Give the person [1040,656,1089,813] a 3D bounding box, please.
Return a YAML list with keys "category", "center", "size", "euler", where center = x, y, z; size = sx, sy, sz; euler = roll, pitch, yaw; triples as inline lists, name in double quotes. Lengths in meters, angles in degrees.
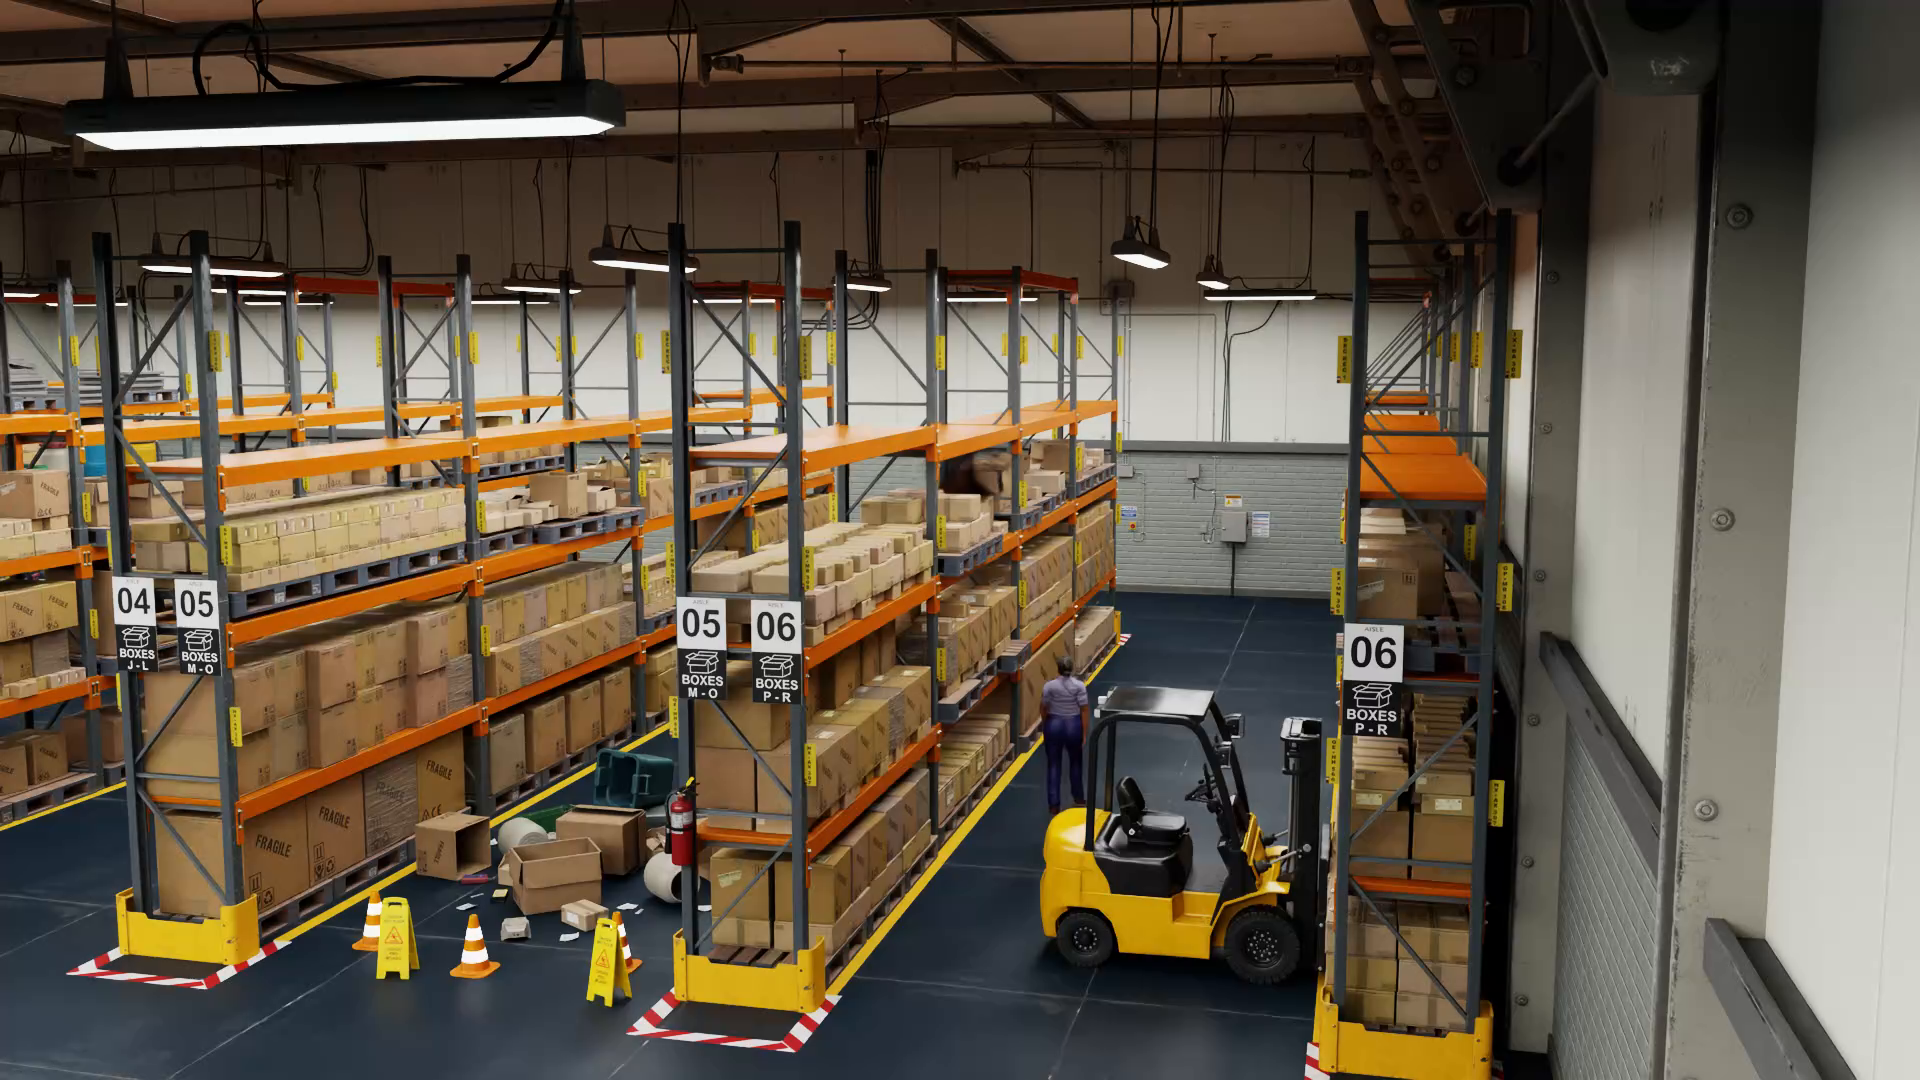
- category: "person"
  center: [1.091, 2.005, 17.196]
  size: [0.516, 1.680, 0.733]
  euler: [1, 7, 12]
